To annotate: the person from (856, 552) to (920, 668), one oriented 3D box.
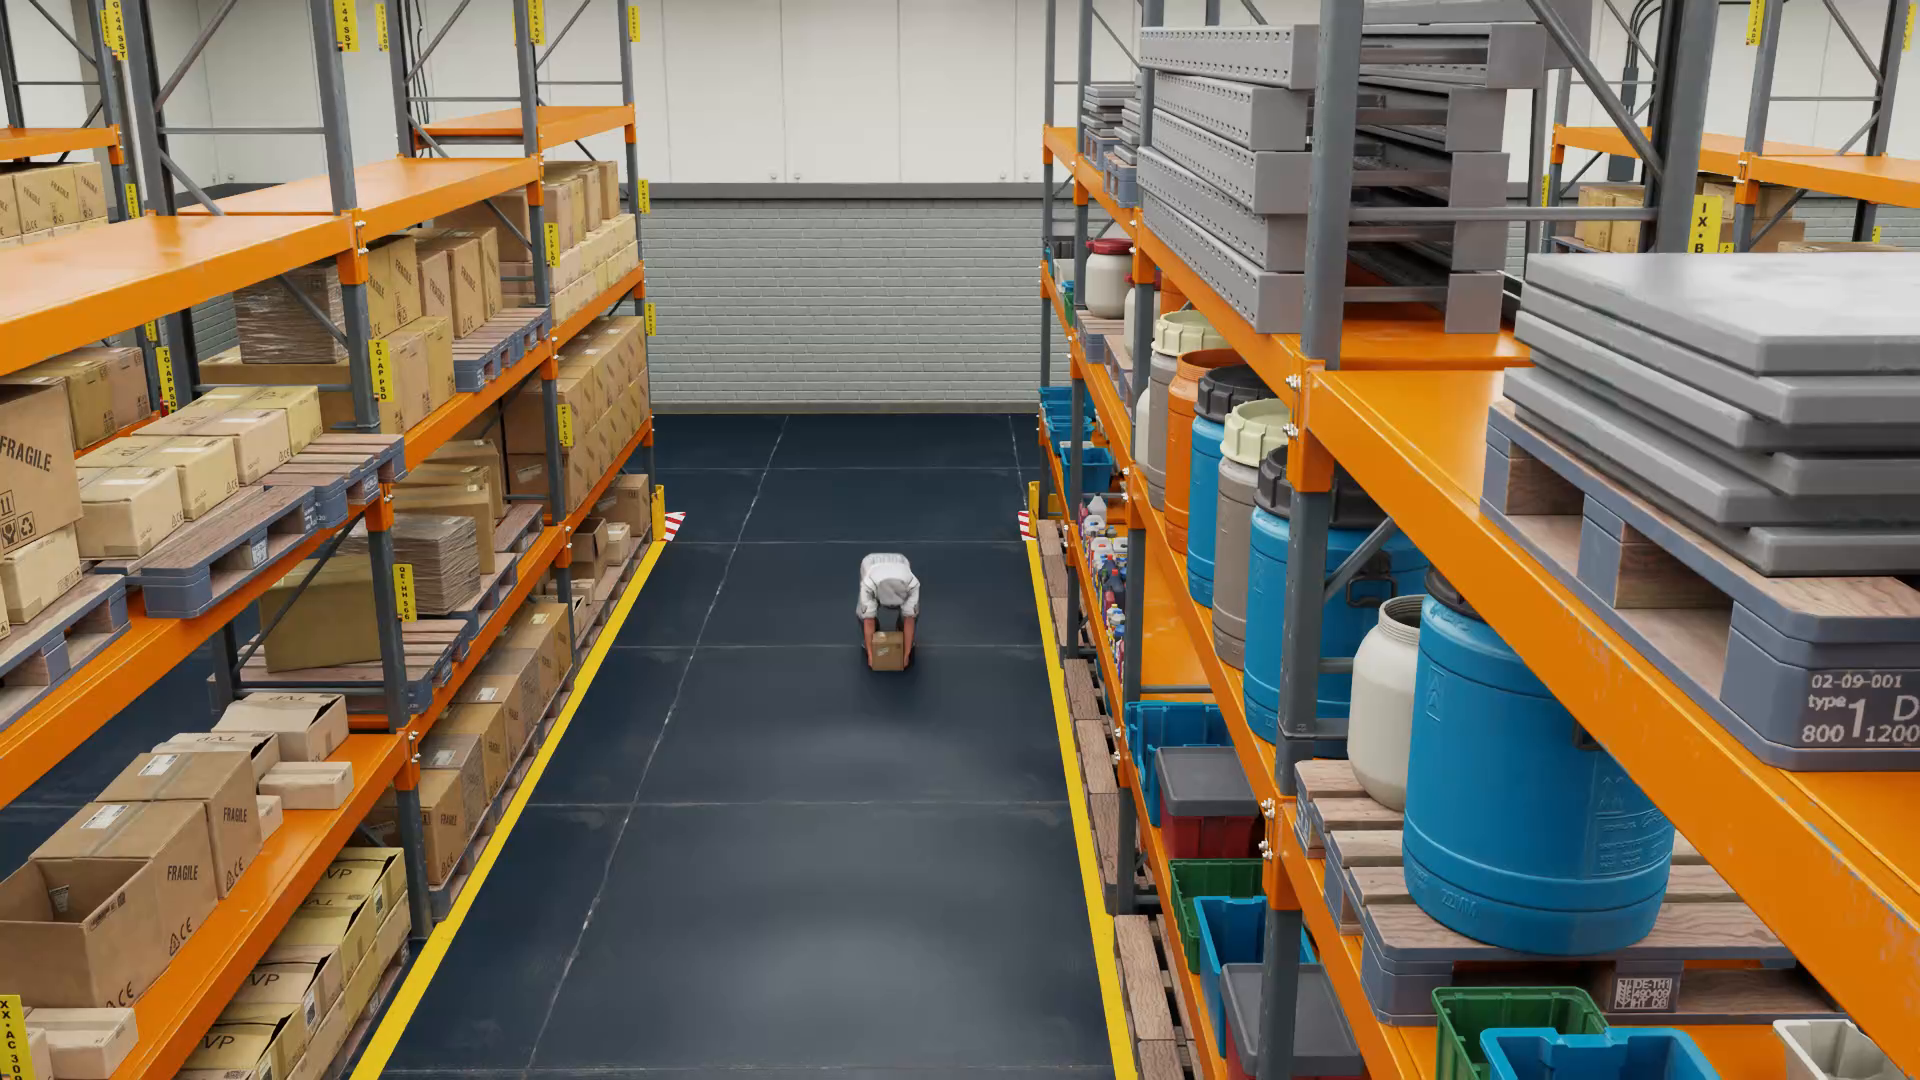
[{"bbox_3d":[-0.600,0.568,13.825,0.531,0.829,1.029,-1,17,-2],"label":"person"}]
